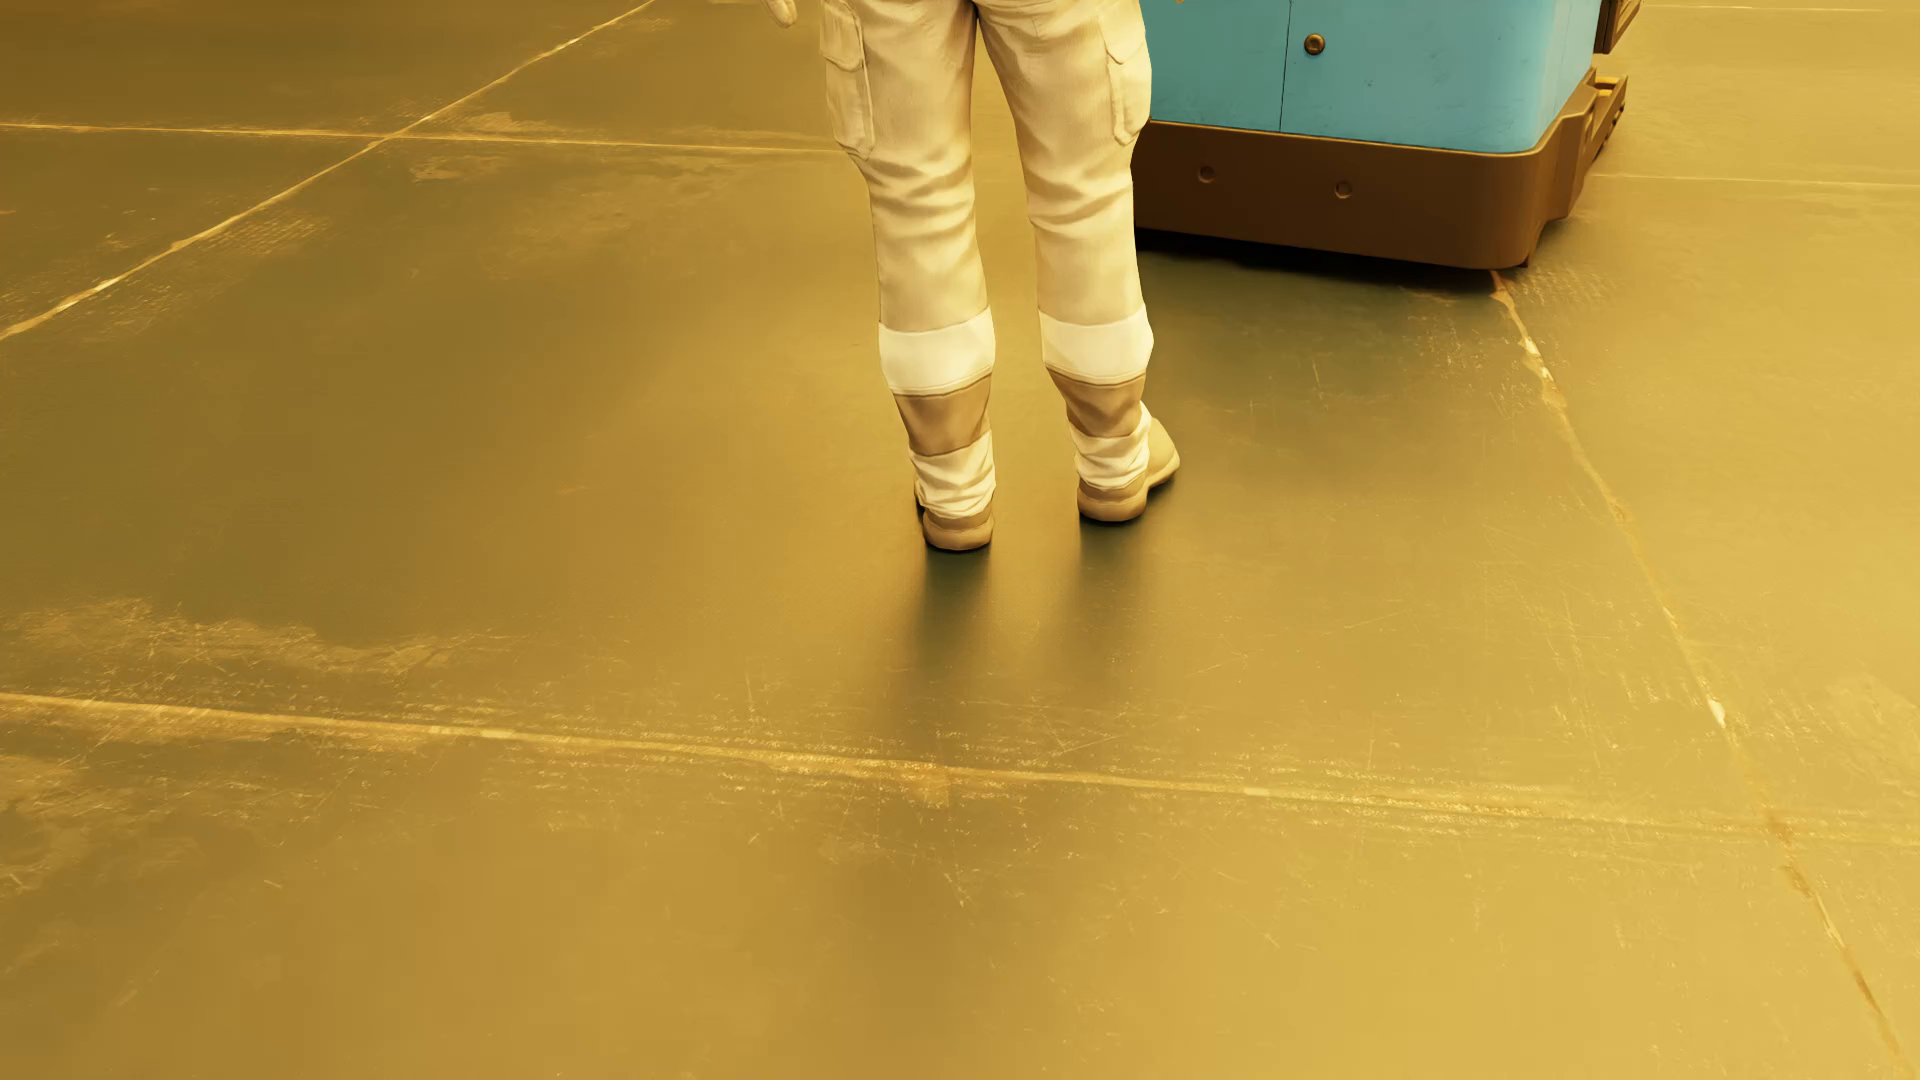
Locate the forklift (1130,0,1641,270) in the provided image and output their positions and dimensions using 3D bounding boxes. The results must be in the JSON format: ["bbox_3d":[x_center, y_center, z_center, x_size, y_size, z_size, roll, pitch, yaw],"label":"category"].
[{"bbox_3d":[1.319,-2.505,4.239,1.130,2.935,3.031,12,29,22],"label":"forklift"}]

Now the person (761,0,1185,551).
[{"bbox_3d":[0.023,-0.840,2.169,0.637,1.785,0.562,3,27,7],"label":"person"}]
